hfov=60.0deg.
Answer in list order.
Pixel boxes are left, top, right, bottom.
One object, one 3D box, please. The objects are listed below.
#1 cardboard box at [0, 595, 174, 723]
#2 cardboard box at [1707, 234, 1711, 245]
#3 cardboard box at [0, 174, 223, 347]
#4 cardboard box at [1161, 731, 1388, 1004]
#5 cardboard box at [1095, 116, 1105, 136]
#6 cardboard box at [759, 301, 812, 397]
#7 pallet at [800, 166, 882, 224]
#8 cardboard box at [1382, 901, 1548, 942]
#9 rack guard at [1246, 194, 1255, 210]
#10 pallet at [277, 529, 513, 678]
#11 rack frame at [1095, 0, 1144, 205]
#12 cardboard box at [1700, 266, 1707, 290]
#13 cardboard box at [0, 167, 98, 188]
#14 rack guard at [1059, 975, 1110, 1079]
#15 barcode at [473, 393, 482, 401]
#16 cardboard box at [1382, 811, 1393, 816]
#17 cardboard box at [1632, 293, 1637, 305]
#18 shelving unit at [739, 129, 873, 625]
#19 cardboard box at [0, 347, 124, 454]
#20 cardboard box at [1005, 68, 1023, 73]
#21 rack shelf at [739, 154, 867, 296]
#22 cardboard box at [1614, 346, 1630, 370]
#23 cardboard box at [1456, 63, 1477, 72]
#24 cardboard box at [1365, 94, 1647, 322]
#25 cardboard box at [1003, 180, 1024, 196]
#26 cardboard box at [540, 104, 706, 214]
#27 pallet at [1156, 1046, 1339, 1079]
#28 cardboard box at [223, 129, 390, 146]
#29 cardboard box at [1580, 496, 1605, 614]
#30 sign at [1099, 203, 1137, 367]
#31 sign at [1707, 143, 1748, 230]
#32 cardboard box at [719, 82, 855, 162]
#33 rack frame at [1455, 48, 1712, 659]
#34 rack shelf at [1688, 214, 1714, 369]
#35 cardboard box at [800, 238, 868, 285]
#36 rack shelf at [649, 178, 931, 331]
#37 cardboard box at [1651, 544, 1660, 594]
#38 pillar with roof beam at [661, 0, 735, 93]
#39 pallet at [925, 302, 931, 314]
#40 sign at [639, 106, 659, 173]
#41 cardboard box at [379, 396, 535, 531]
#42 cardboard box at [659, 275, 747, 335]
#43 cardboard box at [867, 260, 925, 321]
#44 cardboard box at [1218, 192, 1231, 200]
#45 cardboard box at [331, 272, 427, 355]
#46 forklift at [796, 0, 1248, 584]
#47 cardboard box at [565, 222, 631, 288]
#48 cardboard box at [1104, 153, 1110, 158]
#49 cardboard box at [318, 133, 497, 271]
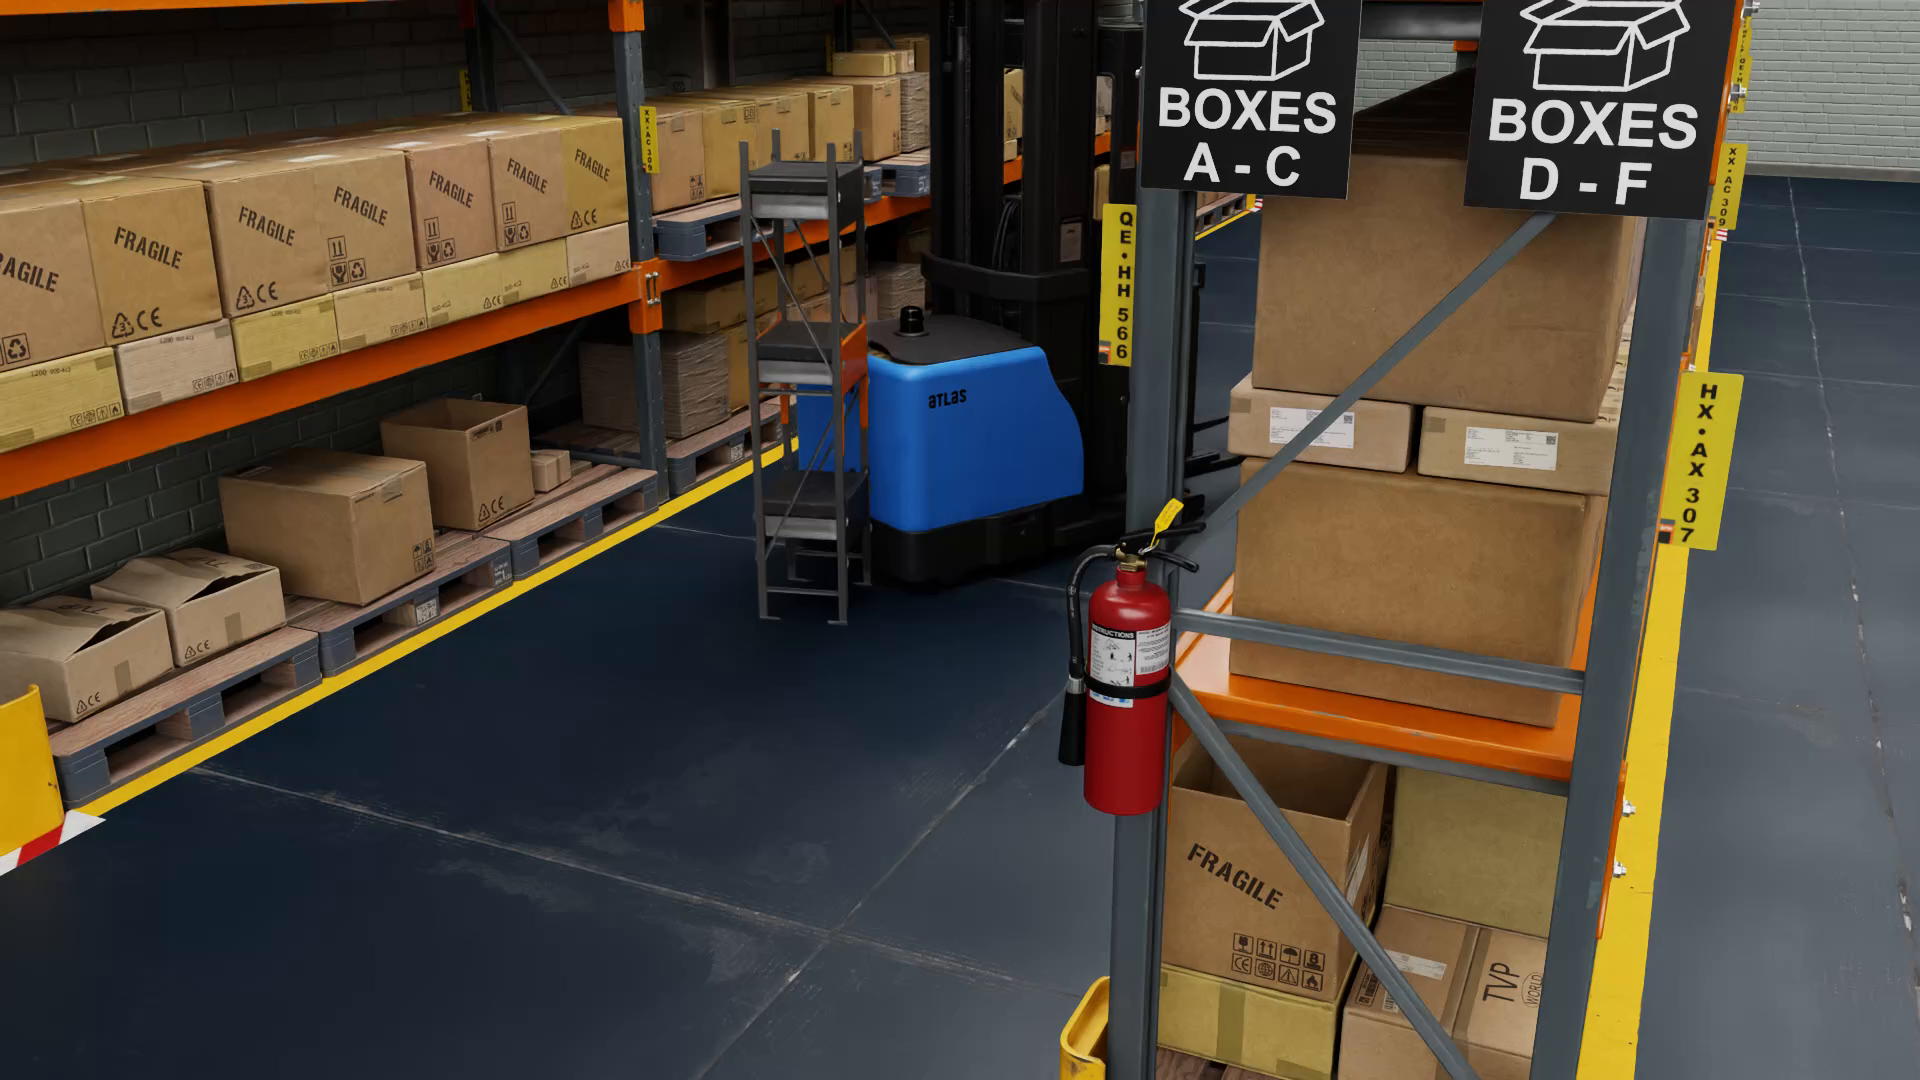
[{"bbox_3d":[-3.335,0.408,6.201,0.500,0.311,0.500,6,20,17],"label":"cardboard box"},{"bbox_3d":[5.584,-2.131,13.060,0.500,0.500,0.500,9,21,23],"label":"cardboard box"},{"bbox_3d":[-3.019,-0.999,5.876,0.500,0.500,0.500,9,21,23],"label":"cardboard box"},{"bbox_3d":[0.769,0.766,4.196,0.500,0.500,0.500,9,21,23],"label":"cardboard box"},{"bbox_3d":[1.050,-3.627,14.537,0.380,0.149,0.250,9,21,23],"label":"cardboard box"},{"bbox_3d":[-1.365,-1.247,10.573,0.700,0.500,0.500,9,21,23],"label":"cardboard box"},{"bbox_3d":[-1.198,-2.197,10.455,1.003,0.211,1.213,9,21,23],"label":"pallet"},{"bbox_3d":[1.444,1.037,4.553,0.500,0.250,0.500,9,21,23],"label":"cardboard box"},{"bbox_3d":[2.861,-4.173,19.457,1.175,0.500,0.348,9,21,23],"label":"rack guard"},{"bbox_3d":[-2.803,0.223,7.526,1.003,0.211,1.213,9,21,23],"label":"pallet"},{"bbox_3d":[1.214,-4.121,15.579,1.000,3.000,0.127,9,21,23],"label":"rack frame"},{"bbox_3d":[4.963,-1.662,11.740,0.500,0.500,0.500,8,21,22],"label":"cardboard box"},{"bbox_3d":[-3.486,-1.070,6.076,0.500,0.500,0.500,9,21,23],"label":"cardboard box"},{"bbox_3d":[0.811,1.411,3.754,1.175,0.500,0.348,9,21,23],"label":"rack guard"},{"bbox_3d":[-2.503,-0.723,8.622,0.001,0.075,0.075,9,21,23],"label":"barcode"},{"bbox_3d":[1.167,0.812,5.186,0.500,0.250,0.500,9,21,23],"label":"cardboard box"},{"bbox_3d":[1.703,-0.611,4.593,0.380,0.149,0.250,8,21,22],"label":"cardboard box"},{"bbox_3d":[-0.660,-0.705,7.317,0.431,2.100,0.503,3,20,9],"label":"shelving unit"},{"bbox_3d":[-3.211,-0.497,5.583,0.500,0.250,0.500,8,21,21],"label":"cardboard box"},{"bbox_3d":[0.216,-3.716,12.698,0.500,0.250,0.500,8,21,22],"label":"cardboard box"},{"bbox_3d":[-0.660,-1.352,7.087,0.431,0.518,0.480,3,20,9],"label":"rack shelf"},{"bbox_3d":[1.387,-0.374,3.927,0.380,0.149,0.250,9,21,23],"label":"cardboard box"},{"bbox_3d":[2.077,-1.364,5.741,0.700,0.500,0.500,8,21,23],"label":"cardboard box"},{"bbox_3d":[1.461,-0.905,4.451,0.700,0.500,0.500,9,21,23],"label":"cardboard box"},{"bbox_3d":[0.361,-2.557,13.762,0.750,0.750,0.750,8,21,22],"label":"cardboard box"},{"bbox_3d":[-1.823,-2.080,9.036,0.700,0.500,0.500,9,21,23],"label":"cardboard box"},{"bbox_3d":[1.095,1.300,4.497,1.003,0.211,1.213,9,21,23],"label":"pallet"},{"bbox_3d":[-2.870,-1.543,7.406,0.500,0.500,0.500,9,22,24],"label":"cardboard box"},{"bbox_3d":[1.234,-0.123,4.189,0.700,0.500,0.500,9,22,24],"label":"cardboard box"},{"bbox_3d":[0.331,-0.510,3.344,0.100,0.325,0.005,9,21,23],"label":"sign"},{"bbox_3d":[2.965,-1.366,6.423,0.100,0.325,0.005,9,21,23],"label":"sign"},{"bbox_3d":[-1.098,-2.623,10.563,0.700,0.500,0.500,9,21,23],"label":"cardboard box"},{"bbox_3d":[2.458,-0.997,6.794,1.000,3.000,0.127,9,21,23],"label":"rack frame"},{"bbox_3d":[3.277,-1.269,8.634,1.077,0.370,4.000,9,21,23],"label":"rack shelf"},{"bbox_3d":[-0.962,-1.888,11.255,0.500,0.250,0.500,9,21,24],"label":"cardboard box"},{"bbox_3d":[-1.243,-1.948,10.542,1.077,0.370,4.000,9,21,23],"label":"rack shelf"},{"bbox_3d":[2.850,0.012,7.436,0.500,0.250,0.500,8,21,21],"label":"cardboard box"},{"bbox_3d":[2.182,-4.855,8.691,9.100,9.000,0.400,9,21,23],"label":"pillar with roof beam"},{"bbox_3d":[-0.033,-1.815,13.256,1.003,0.211,1.213,9,21,23],"label":"pallet"},{"bbox_3d":[-1.564,-2.011,8.355,0.100,0.325,0.005,9,21,23],"label":"sign"},{"bbox_3d":[-2.451,-0.382,8.140,0.500,0.500,0.500,7,21,19],"label":"cardboard box"},{"bbox_3d":[-1.599,-1.420,9.941,0.500,0.250,0.500,8,21,22],"label":"cardboard box"},{"bbox_3d":[-0.672,-1.700,11.847,0.700,0.500,0.500,9,21,23],"label":"cardboard box"},{"bbox_3d":[2.656,-4.136,18.725,0.700,0.500,0.500,9,21,23],"label":"cardboard box"},{"bbox_3d":[-2.588,-0.966,6.904,0.500,0.250,0.500,9,21,23],"label":"cardboard box"},{"bbox_3d":[0.661,-1.550,8.454,3.031,2.935,1.130,-14,24,-35],"label":"forklift"},{"bbox_3d":[-1.980,-1.427,8.200,0.500,0.250,0.500,9,21,23],"label":"cardboard box"},{"bbox_3d":[1.694,-3.886,17.054,0.380,0.149,0.250,8,21,21],"label":"cardboard box"},{"bbox_3d":[-2.389,-1.474,7.213,0.500,0.500,0.500,8,21,21],"label":"cardboard box"}]
